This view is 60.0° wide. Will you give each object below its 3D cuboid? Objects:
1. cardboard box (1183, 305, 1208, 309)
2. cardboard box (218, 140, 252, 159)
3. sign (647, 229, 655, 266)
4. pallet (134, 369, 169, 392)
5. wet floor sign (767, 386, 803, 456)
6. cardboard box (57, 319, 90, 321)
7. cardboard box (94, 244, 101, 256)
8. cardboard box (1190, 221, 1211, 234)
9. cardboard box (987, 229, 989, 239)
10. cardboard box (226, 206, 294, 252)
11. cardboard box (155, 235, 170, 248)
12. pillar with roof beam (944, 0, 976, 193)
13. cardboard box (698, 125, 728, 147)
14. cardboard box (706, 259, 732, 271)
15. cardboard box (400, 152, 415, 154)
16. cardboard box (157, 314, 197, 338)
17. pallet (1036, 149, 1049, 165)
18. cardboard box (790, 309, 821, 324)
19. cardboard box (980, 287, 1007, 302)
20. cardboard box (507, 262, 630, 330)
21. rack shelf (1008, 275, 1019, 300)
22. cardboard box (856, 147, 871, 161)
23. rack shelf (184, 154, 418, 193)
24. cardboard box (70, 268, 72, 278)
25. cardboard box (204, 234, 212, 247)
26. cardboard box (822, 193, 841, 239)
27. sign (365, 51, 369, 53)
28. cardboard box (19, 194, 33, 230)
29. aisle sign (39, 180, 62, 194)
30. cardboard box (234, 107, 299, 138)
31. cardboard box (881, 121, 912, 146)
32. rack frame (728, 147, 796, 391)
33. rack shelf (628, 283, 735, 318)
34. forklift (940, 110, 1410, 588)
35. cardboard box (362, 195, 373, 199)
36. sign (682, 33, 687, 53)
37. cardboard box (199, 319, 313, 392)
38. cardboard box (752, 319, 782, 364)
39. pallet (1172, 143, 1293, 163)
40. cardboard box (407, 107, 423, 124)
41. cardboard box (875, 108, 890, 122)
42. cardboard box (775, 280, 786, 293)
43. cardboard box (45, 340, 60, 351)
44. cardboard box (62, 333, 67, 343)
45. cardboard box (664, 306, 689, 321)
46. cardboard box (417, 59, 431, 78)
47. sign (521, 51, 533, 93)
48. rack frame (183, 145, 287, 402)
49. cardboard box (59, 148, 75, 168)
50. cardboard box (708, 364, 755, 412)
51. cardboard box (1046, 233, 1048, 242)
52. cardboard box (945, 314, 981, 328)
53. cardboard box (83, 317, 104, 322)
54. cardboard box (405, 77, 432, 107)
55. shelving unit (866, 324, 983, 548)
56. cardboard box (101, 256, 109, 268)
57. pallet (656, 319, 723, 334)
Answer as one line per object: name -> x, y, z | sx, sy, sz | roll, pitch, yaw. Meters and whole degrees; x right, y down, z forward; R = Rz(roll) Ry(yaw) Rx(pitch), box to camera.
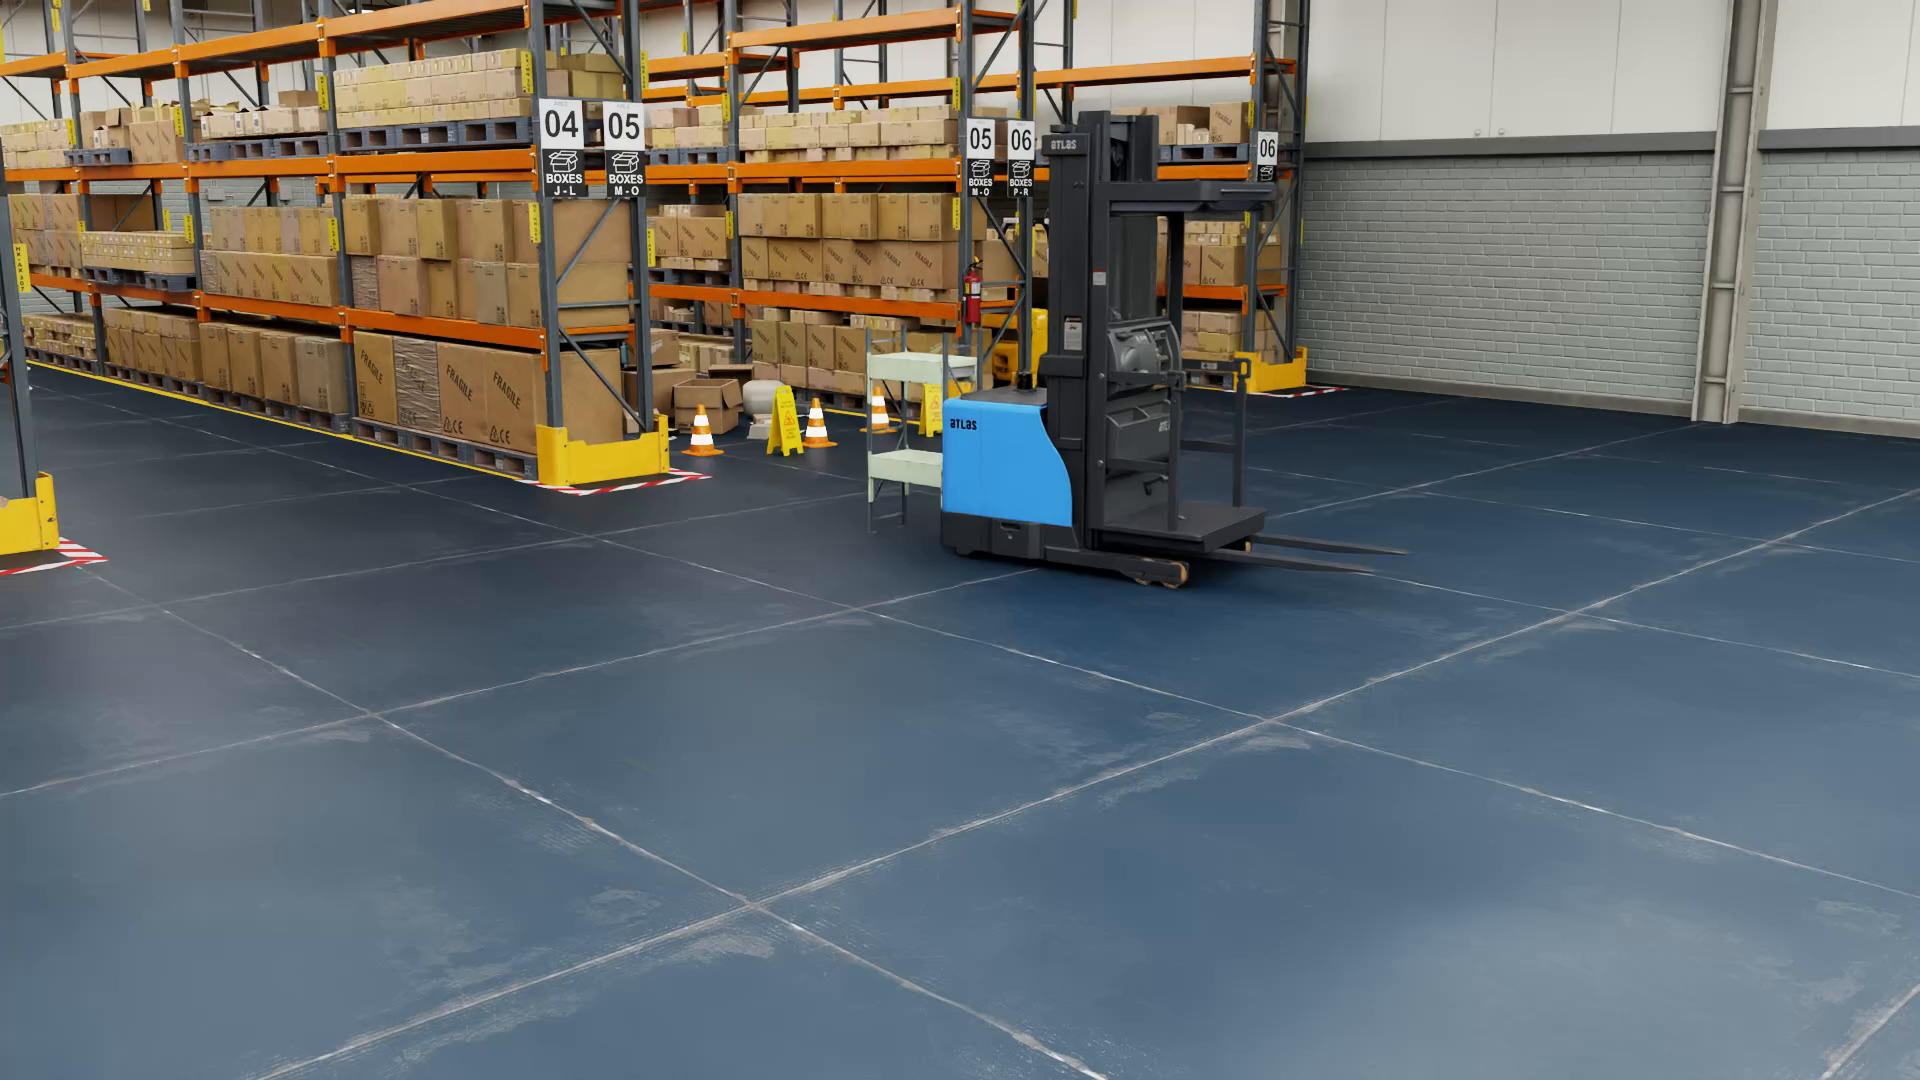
cardboard box -> 3.088, -3.017, 22.415 | 0.500, 0.250, 0.500 | -11, 16, -43
cardboard box -> -8.856, -4.834, 20.258 | 0.500, 0.500, 0.500 | -11, 16, -43
sign -> -2.724, -2.567, 14.595 | 0.100, 0.325, 0.005 | -11, 16, -43
pallet -> -10.031, -2.122, 21.686 | 1.003, 0.211, 1.213 | -11, 16, -43
wet floor sign -> -1.677, -1.146, 15.876 | 0.232, 0.644, 0.267 | 8, 14, 35
cardboard box -> -12.897, -3.127, 24.206 | 0.380, 0.149, 0.250 | -11, 16, -42
cardboard box -> -11.118, -3.811, 21.818 | 0.380, 0.149, 0.250 | -10, 16, -41
cardboard box -> 3.175, -4.026, 21.426 | 0.380, 0.149, 0.250 | -10, 16, -41
cardboard box -> 0.487, -4.472, 24.328 | 0.380, 0.149, 0.250 | -11, 16, -43
cardboard box -> -8.001, -3.593, 19.193 | 0.700, 0.500, 0.500 | -11, 16, -43
cardboard box -> -9.496, -3.614, 20.126 | 0.380, 0.149, 0.250 | -11, 16, -43
pillar with roof beam -> -3.118, -6.866, 22.935 | 9.100, 9.000, 0.400 | -11, 16, -43
cardboard box -> -2.890, -4.982, 20.559 | 0.500, 0.250, 0.500 | -11, 16, -44
cardboard box -> -2.936, -3.435, 20.733 | 0.380, 0.149, 0.250 | -11, 16, -42
cardboard box -> -8.579, -6.190, 26.134 | 0.396, 0.266, 0.258 | -10, 15, -41
cardboard box -> -9.673, -2.679, 20.778 | 0.500, 0.250, 0.500 | -11, 16, -42
pallet -> 1.814, -5.313, 23.052 | 1.003, 0.211, 1.213 | -11, 16, -43
cardboard box -> -1.770, -2.635, 19.574 | 0.380, 0.149, 0.250 | -10, 15, -40
cardboard box -> 0.296, -2.688, 18.145 | 0.380, 0.149, 0.250 | -11, 16, -42
cardboard box -> -3.418, -2.149, 14.537 | 0.875, 0.550, 0.550 | -11, 16, -43
rack shelf -> -0.175, -3.948, 25.422 | 1.077, 0.370, 4.000 | -11, 16, -43
cardboard box -> -0.932, -4.282, 18.451 | 0.250, 0.149, 0.380 | 11, 16, 44
rack shelf -> -7.273, -4.020, 18.340 | 1.077, 0.370, 4.000 | -11, 16, -43
cardboard box -> -12.181, -3.735, 23.228 | 0.380, 0.149, 0.250 | -10, 15, -40
cardboard box -> -9.187, -3.739, 20.733 | 0.380, 0.149, 0.250 | -11, 16, -43
cardboard box -> -1.145, -3.688, 18.915 | 0.700, 0.500, 0.500 | -11, 16, -43
sign -> -10.266, -8.575, 28.723 | 0.100, 0.325, 0.005 | -11, 16, -43
cardboard box -> -13.365, -4.793, 24.278 | 0.500, 0.500, 0.500 | -11, 16, -44
aisle sign -> -14.012, -5.688, 25.646 | 0.394, 0.787, 0.004 | -11, 16, -43
cardboard box -> -7.613, -4.591, 18.260 | 0.500, 0.311, 0.500 | -11, 16, -44
cardboard box -> -0.504, -4.386, 17.968 | 0.500, 0.250, 0.500 | -11, 16, -43
rack frame -> -2.381, -3.316, 20.573 | 1.000, 3.000, 0.127 | -11, 16, -43
rack shelf -> -3.763, -3.255, 22.062 | 1.077, 0.370, 4.000 | -11, 16, -43
forklift -> 1.378, -1.253, 10.732 | 3.031, 2.935, 1.130 | 8, 14, 32
cardboard box -> -9.583, -5.601, 27.331 | 0.250, 0.149, 0.380 | 11, 16, 44
sign -> -4.724, -8.537, 28.538 | 0.100, 0.325, 0.005 | -11, 16, -43
cardboard box -> -8.299, -2.198, 19.679 | 1.050, 0.750, 0.750 | -11, 16, -43
cardboard box -> -2.169, -2.418, 20.132 | 0.500, 0.500, 0.500 | -10, 15, -40
pallet -> 3.499, -4.957, 21.324 | 1.003, 0.211, 1.213 | -11, 16, -43
cardboard box -> -4.836, -3.890, 15.258 | 0.380, 0.149, 0.250 | -11, 16, -42
cardboard box -> -0.708, -4.636, 18.191 | 0.380, 0.149, 0.250 | -11, 16, -43
cardboard box -> -1.978, -3.038, 19.847 | 0.380, 0.149, 0.250 | -11, 16, -43
cardboard box -> -13.181, -2.864, 24.403 | 0.250, 0.149, 0.380 | 11, 16, 42
cardboard box -> -12.720, -2.937, 24.019 | 0.250, 0.149, 0.380 | 11, 16, 42
cardboard box -> -5.162, -4.135, 30.282 | 0.396, 0.266, 0.258 | -10, 15, -41
cardboard box -> -4.661, -4.243, 14.999 | 0.380, 0.149, 0.250 | -11, 16, -42
sign -> -3.531, -3.818, 13.578 | 0.100, 0.325, 0.005 | -11, 16, -43
rack frame -> -8.654, -3.195, 19.987 | 1.000, 3.000, 0.127 | -11, 16, -43
cardboard box -> -11.951, -5.209, 22.698 | 0.500, 0.250, 0.500 | -10, 16, -41
cardboard box -> -2.626, -1.747, 19.145 | 0.500, 0.500, 0.500 | -1, 12, -4
cardboard box -> 1.416, -4.254, 23.271 | 0.380, 0.149, 0.250 | -10, 16, -41
cardboard box -> 0.307, -3.240, 25.047 | 0.875, 0.625, 0.625 | -11, 16, -43
cardboard box -> -12.767, -3.225, 24.680 | 0.250, 0.149, 0.380 | 11, 16, 43
cardboard box -> -4.708, -4.076, 15.176 | 0.500, 0.250, 0.500 | -11, 16, -42
shelving unit -> -0.257, -0.759, 11.880 | 0.755, 1.500, 0.431 | 10, 15, 40
cardboard box -> -10.939, -3.627, 21.662 | 0.380, 0.149, 0.250 | -11, 16, -42
pallet -> -4.792, -3.910, 30.368 | 1.003, 0.211, 1.213 | -11, 16, -43
